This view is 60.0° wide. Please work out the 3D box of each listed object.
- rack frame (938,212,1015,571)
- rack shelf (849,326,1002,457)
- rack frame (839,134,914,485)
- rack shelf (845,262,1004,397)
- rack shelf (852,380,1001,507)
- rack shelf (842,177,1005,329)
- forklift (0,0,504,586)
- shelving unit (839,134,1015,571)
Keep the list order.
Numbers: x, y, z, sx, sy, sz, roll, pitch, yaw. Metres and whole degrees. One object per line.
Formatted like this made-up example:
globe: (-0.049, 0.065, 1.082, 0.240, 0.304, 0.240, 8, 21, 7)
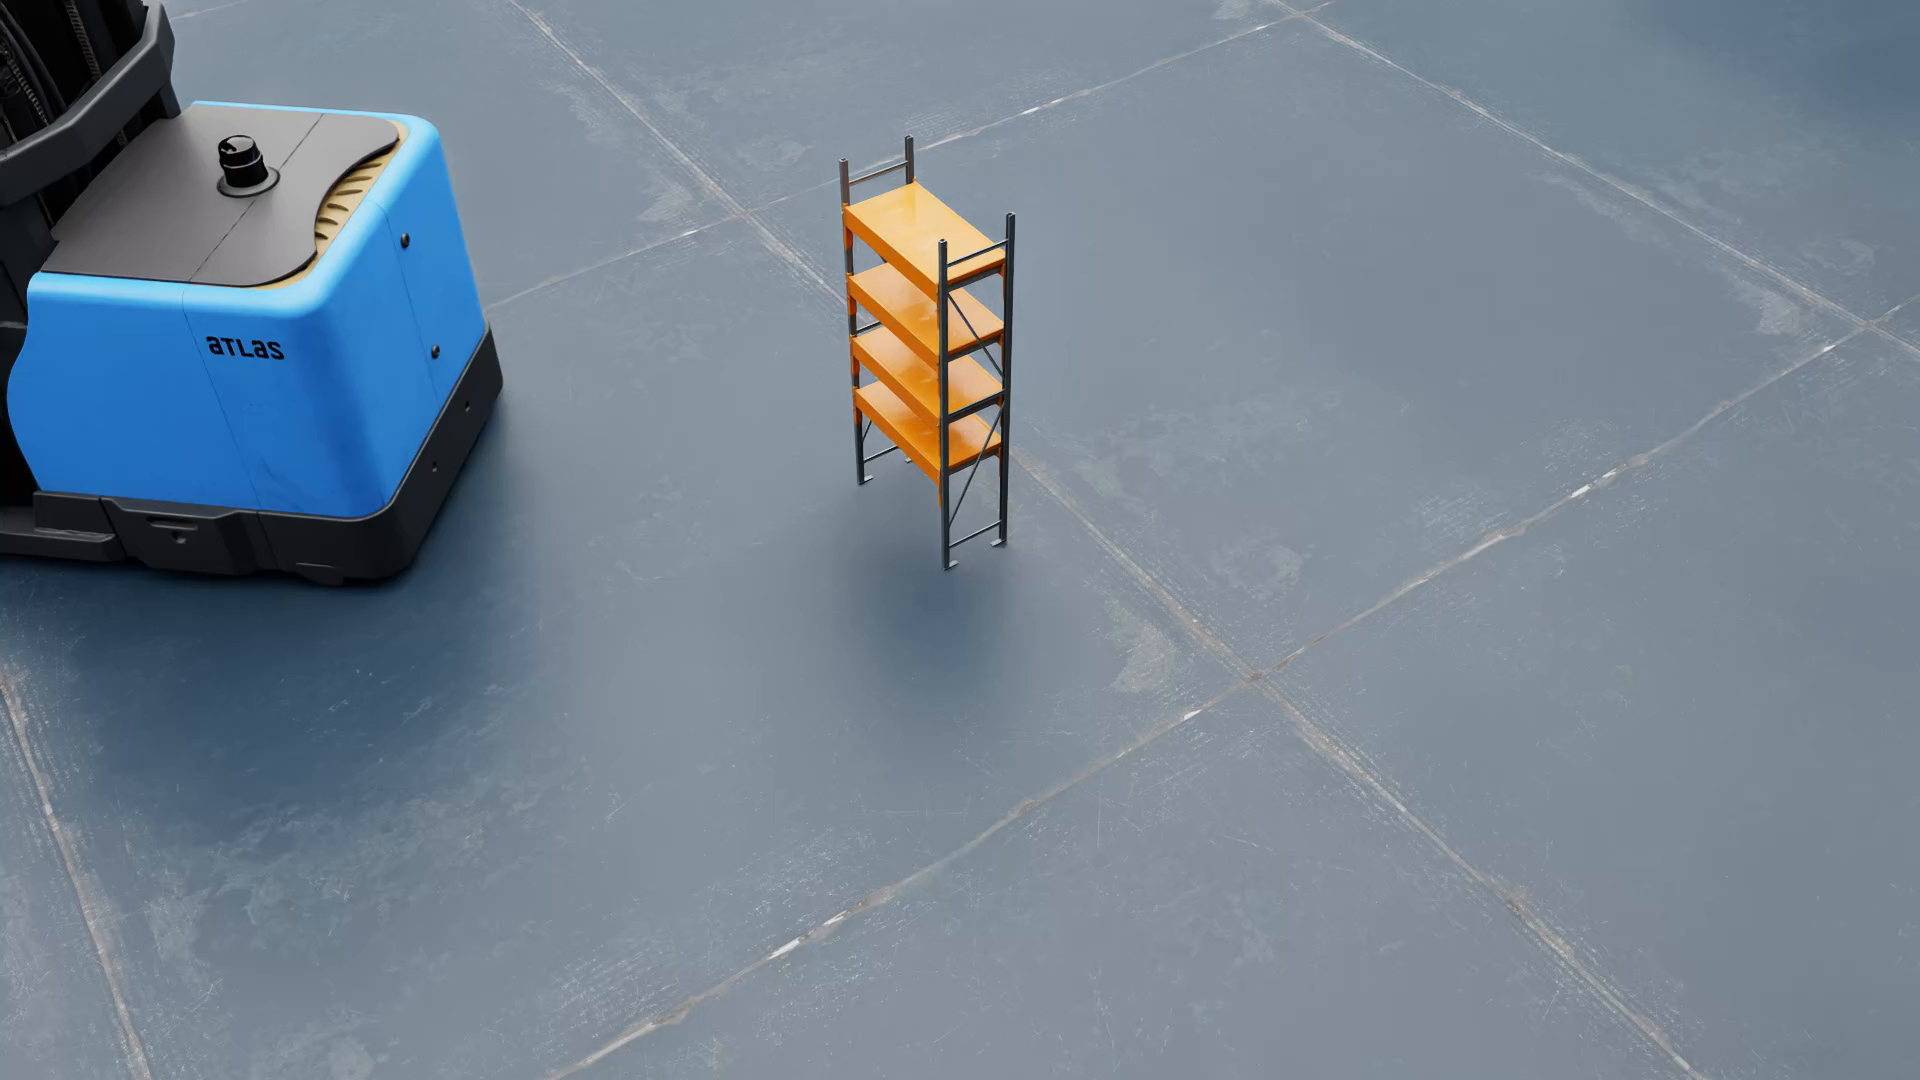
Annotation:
rack frame: (0.045, -0.390, 4.789, 0.240, 1.200, 0.015, -26, 49, -24)
rack shelf: (-0.095, -0.479, 4.980, 0.258, 0.148, 0.480, -26, 49, -24)
rack frame: (-0.234, -0.666, 5.079, 0.240, 1.200, 0.015, -26, 49, -24)
rack shelf: (-0.095, -0.641, 4.826, 0.258, 0.148, 0.480, -26, 49, -24)
rack shelf: (-0.095, -0.335, 5.117, 0.258, 0.148, 0.480, -26, 49, -24)
rack shelf: (-0.095, -0.812, 4.663, 0.258, 0.148, 0.480, -26, 49, -24)
forklift: (-3.123, -1.374, 4.567, 3.031, 2.935, 1.130, 5, 44, 5)
shelving unit: (-0.095, -0.528, 4.934, 0.258, 1.200, 0.503, -26, 49, -24)
